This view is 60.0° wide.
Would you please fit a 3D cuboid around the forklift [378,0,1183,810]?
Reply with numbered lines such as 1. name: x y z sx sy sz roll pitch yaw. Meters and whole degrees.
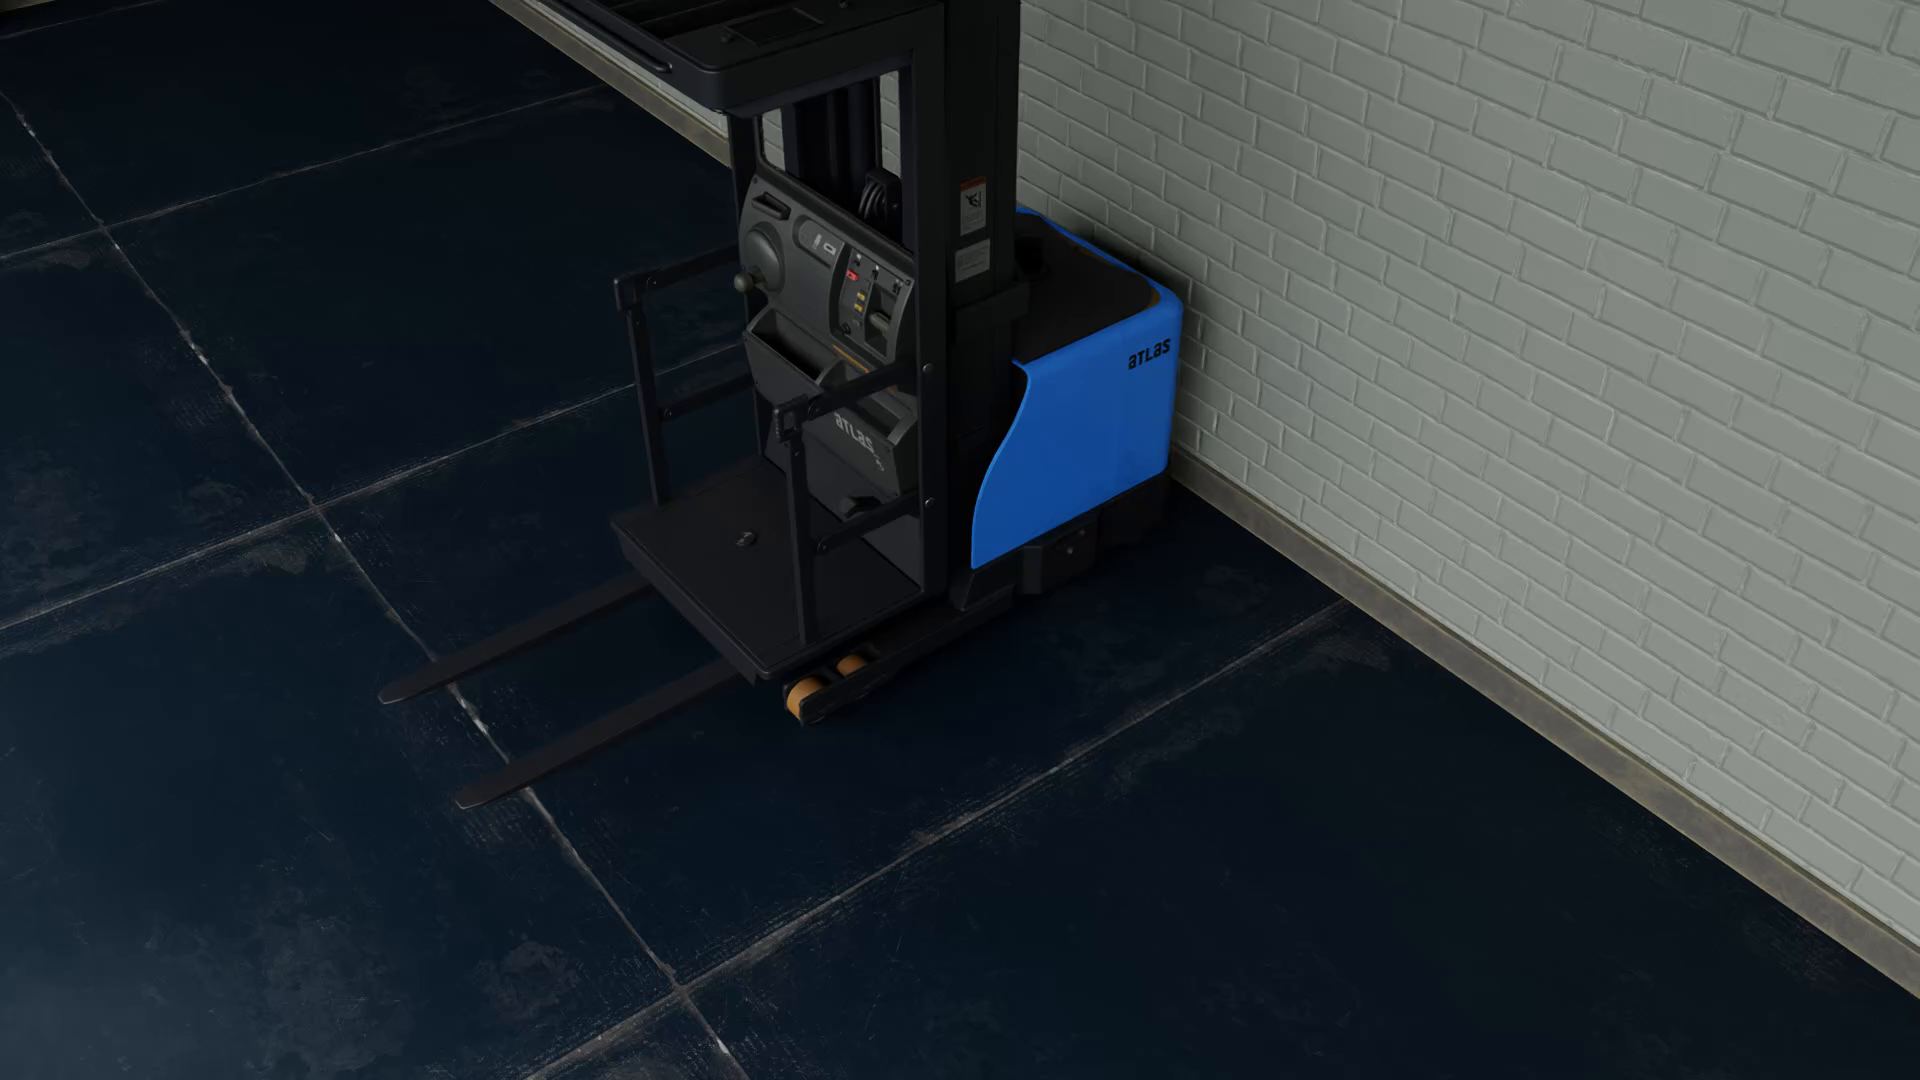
1. forklift: -0.622 -0.858 5.484 3.031 2.935 1.130 -27 46 -29
